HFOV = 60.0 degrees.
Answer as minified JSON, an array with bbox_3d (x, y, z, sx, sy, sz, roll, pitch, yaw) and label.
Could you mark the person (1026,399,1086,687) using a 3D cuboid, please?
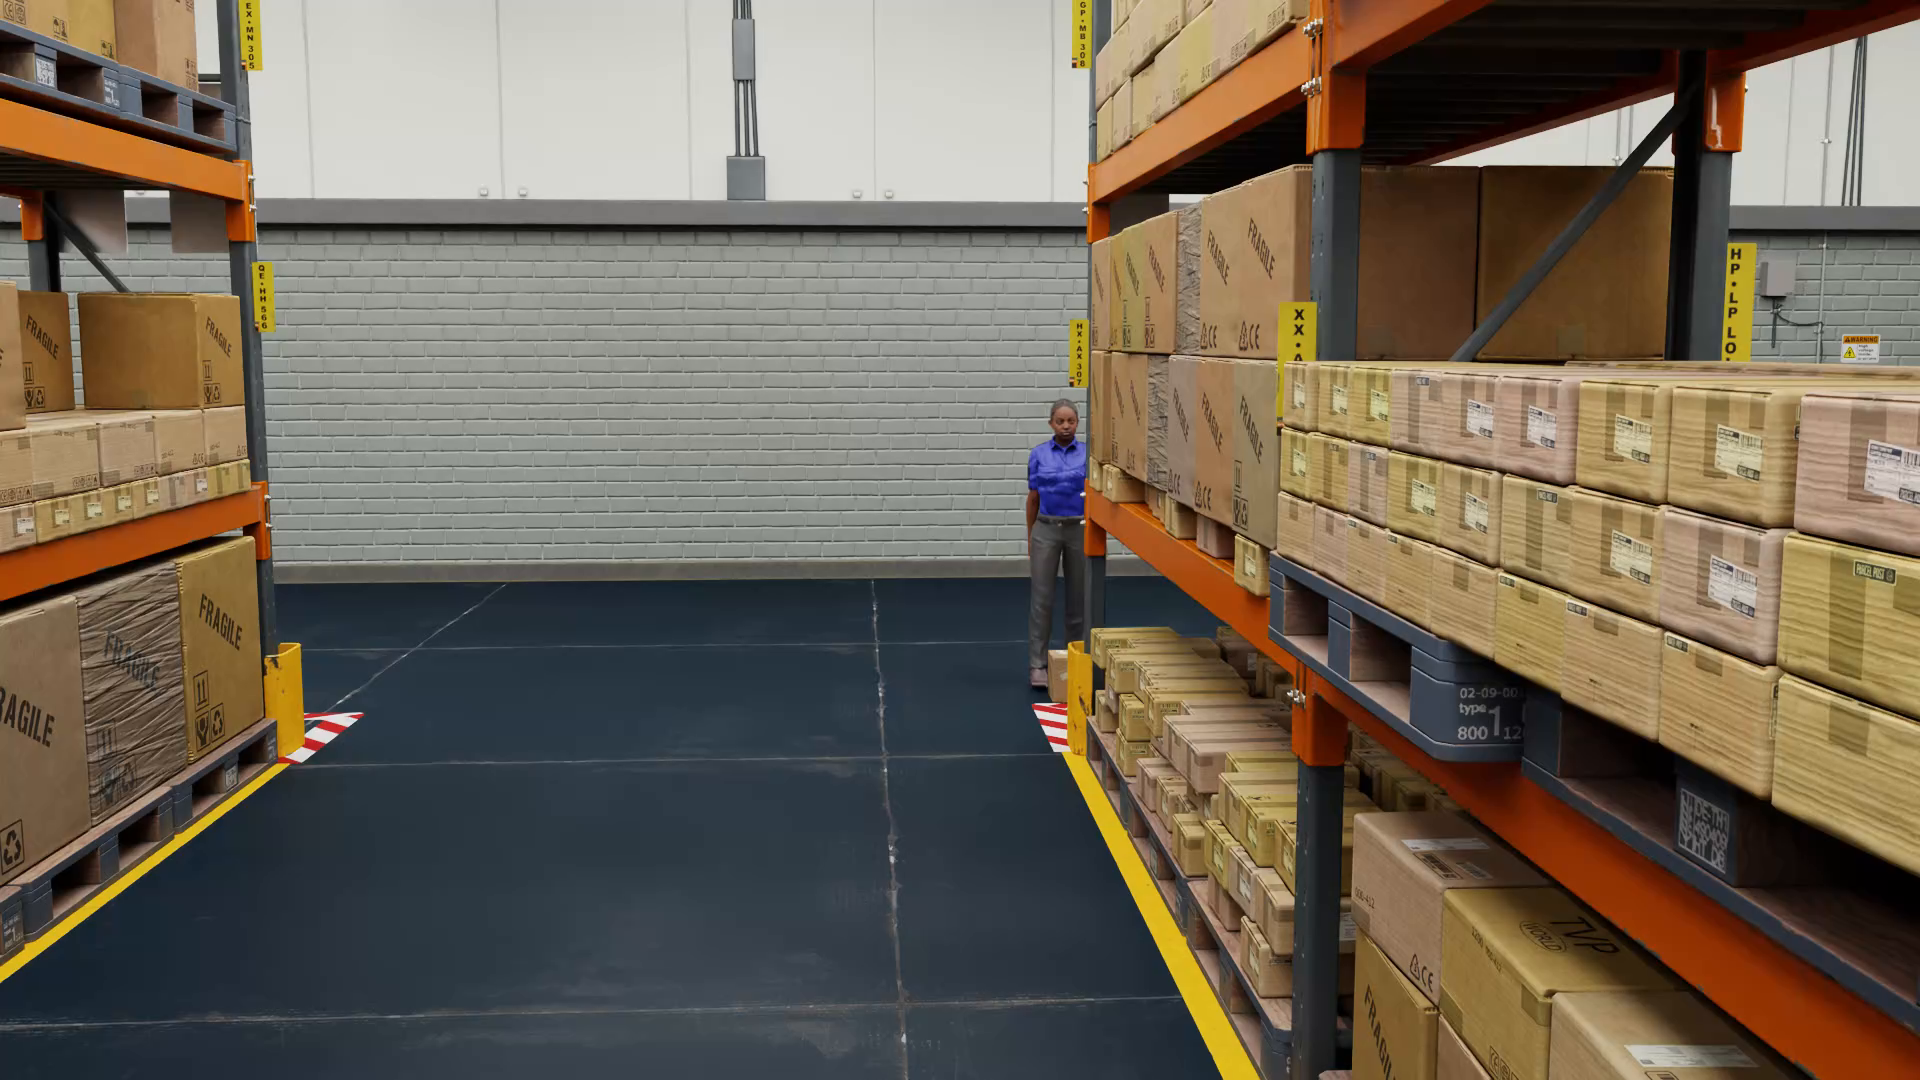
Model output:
[{"bbox_3d":[0.616,0.012,9.656,0.449,1.657,0.452,0,7,-3],"label":"person"}]
